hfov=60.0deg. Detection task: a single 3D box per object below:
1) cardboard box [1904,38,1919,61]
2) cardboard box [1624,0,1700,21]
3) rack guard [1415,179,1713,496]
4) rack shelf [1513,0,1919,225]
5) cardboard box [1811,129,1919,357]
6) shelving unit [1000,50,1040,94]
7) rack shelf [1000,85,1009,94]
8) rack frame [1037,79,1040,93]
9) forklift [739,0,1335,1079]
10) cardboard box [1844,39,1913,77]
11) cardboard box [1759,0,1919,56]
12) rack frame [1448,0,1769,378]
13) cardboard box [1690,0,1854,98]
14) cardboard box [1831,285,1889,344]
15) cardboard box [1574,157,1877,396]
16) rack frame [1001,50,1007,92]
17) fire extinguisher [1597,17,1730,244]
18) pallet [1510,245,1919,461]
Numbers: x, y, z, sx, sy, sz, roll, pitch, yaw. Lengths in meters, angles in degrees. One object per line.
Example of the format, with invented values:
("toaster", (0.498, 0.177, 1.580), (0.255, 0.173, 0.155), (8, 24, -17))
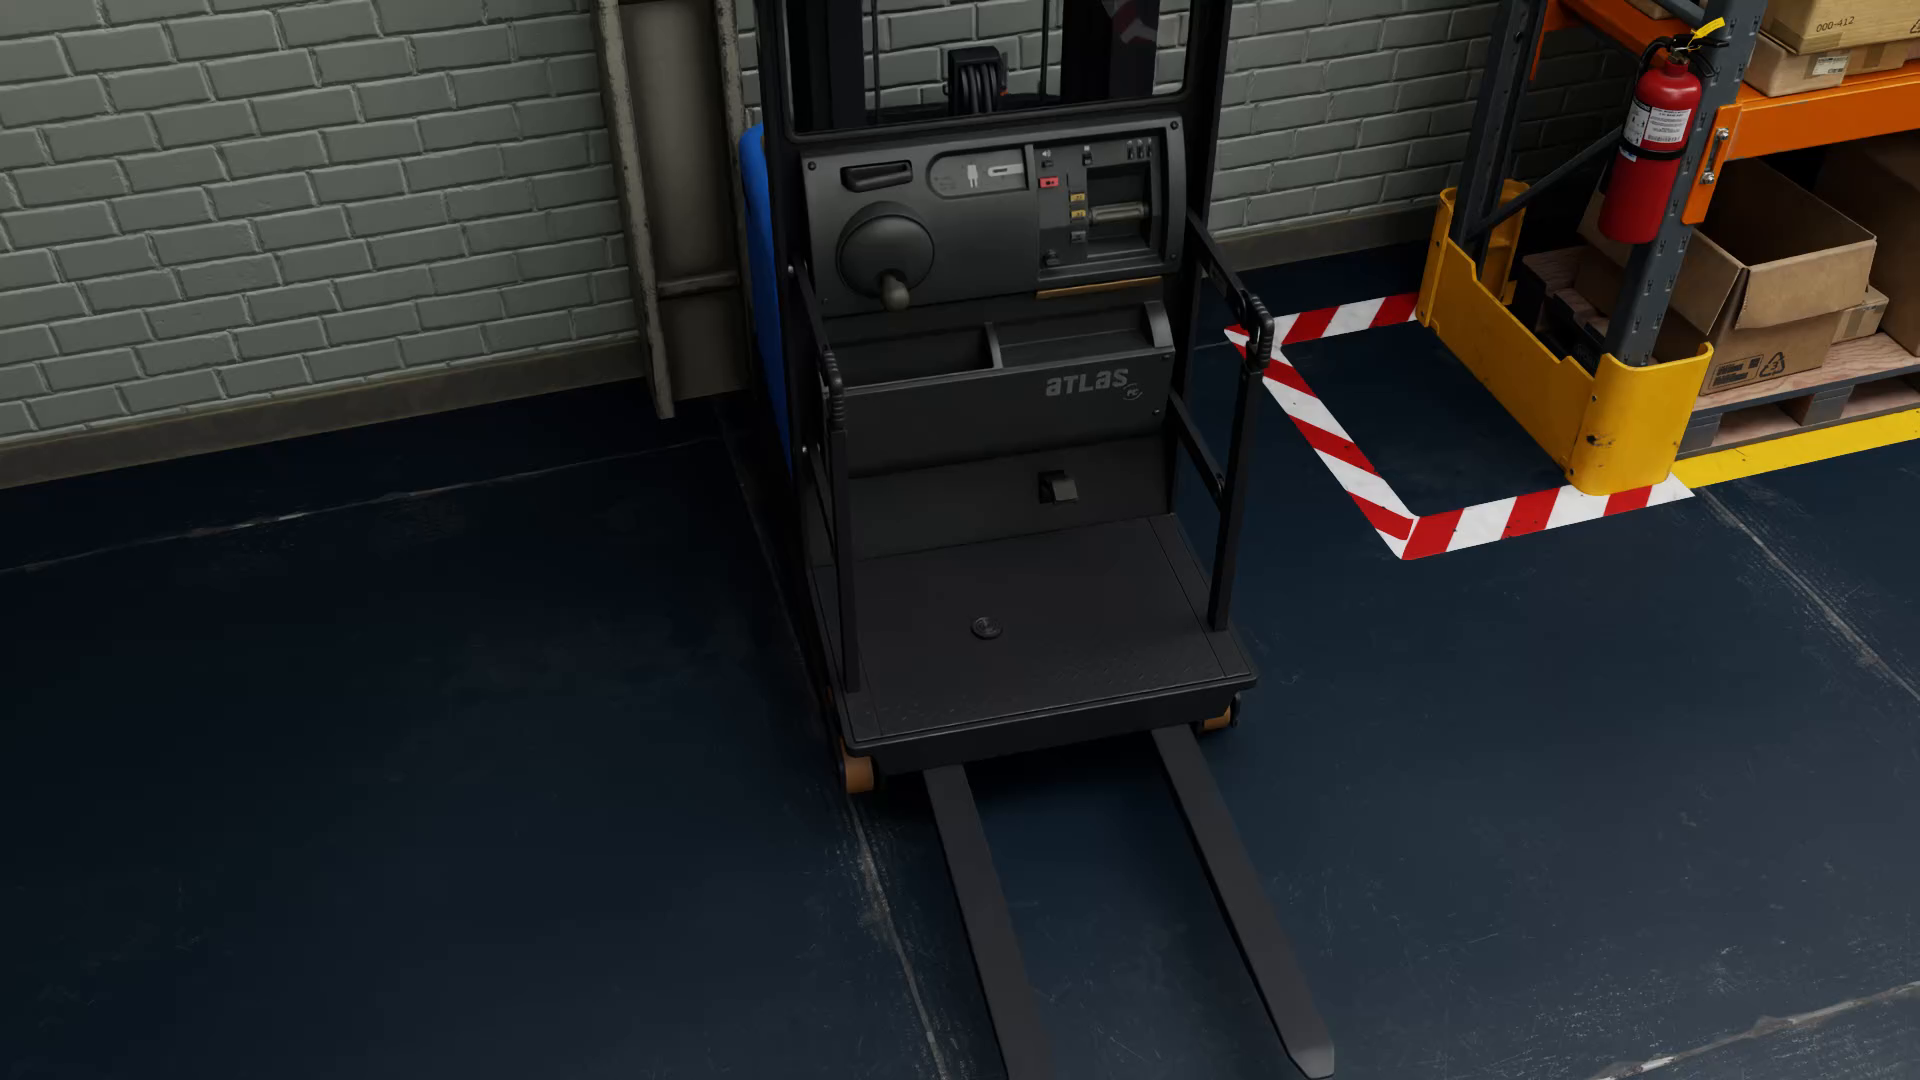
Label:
("cardboard box", (2.814, -1.598, 4.991), (0.250, 0.149, 0.380), (-12, 43, -14))
("cardboard box", (2.185, -1.786, 5.206), (0.250, 0.149, 0.380), (-12, 43, -14))
("rack guard", (2.022, -0.721, 5.695), (0.348, 0.500, 1.175), (-12, 42, -13))
("rack shelf", (3.857, -1.771, 5.545), (4.000, 0.370, 1.077), (-12, 42, -13))
("cardboard box", (3.388, -1.070, 5.775), (0.500, 0.500, 0.700), (-10, 42, -11))
("shelving unit", (0.119, -1.125, 5.736), (0.215, 1.050, 0.252), (-18, 44, -20))
("rack shelf", (0.120, -1.332, 5.559), (0.215, 0.259, 0.240), (-18, 44, -20))
("rack frame", (0.173, -1.053, 5.653), (0.200, 1.050, 0.008), (-18, 44, -20))
("forklift", (0.142, -0.702, 3.826), (1.130, 2.935, 3.031), (-9, 42, -10))
("cardboard box", (2.574, -1.525, 4.906), (0.250, 0.149, 0.380), (-11, 42, -12))
("cardboard box", (2.463, -1.623, 4.716), (0.500, 0.250, 0.500), (-11, 42, -13))
("rack frame", (1.949, -1.647, 4.855), (0.127, 3.000, 1.000), (-12, 42, -13))
("cardboard box", (2.345, -1.445, 4.815), (0.250, 0.149, 0.380), (-12, 43, -13))
("cardboard box", (2.978, -0.853, 5.794), (0.250, 0.149, 0.380), (-13, 43, -15))
("cardboard box", (2.561, -0.927, 5.609), (0.637, 0.503, 0.797), (-13, 43, -15))
("rack frame", (0.064, -1.196, 5.819), (0.200, 1.050, 0.008), (-18, 44, -20))
("fire extinguisher", (1.948, -1.158, 4.638), (0.183, 0.674, 0.296), (-12, 42, -13))
("pallet", (2.782, -0.770, 5.971), (1.213, 0.211, 1.003), (-12, 42, -13))
